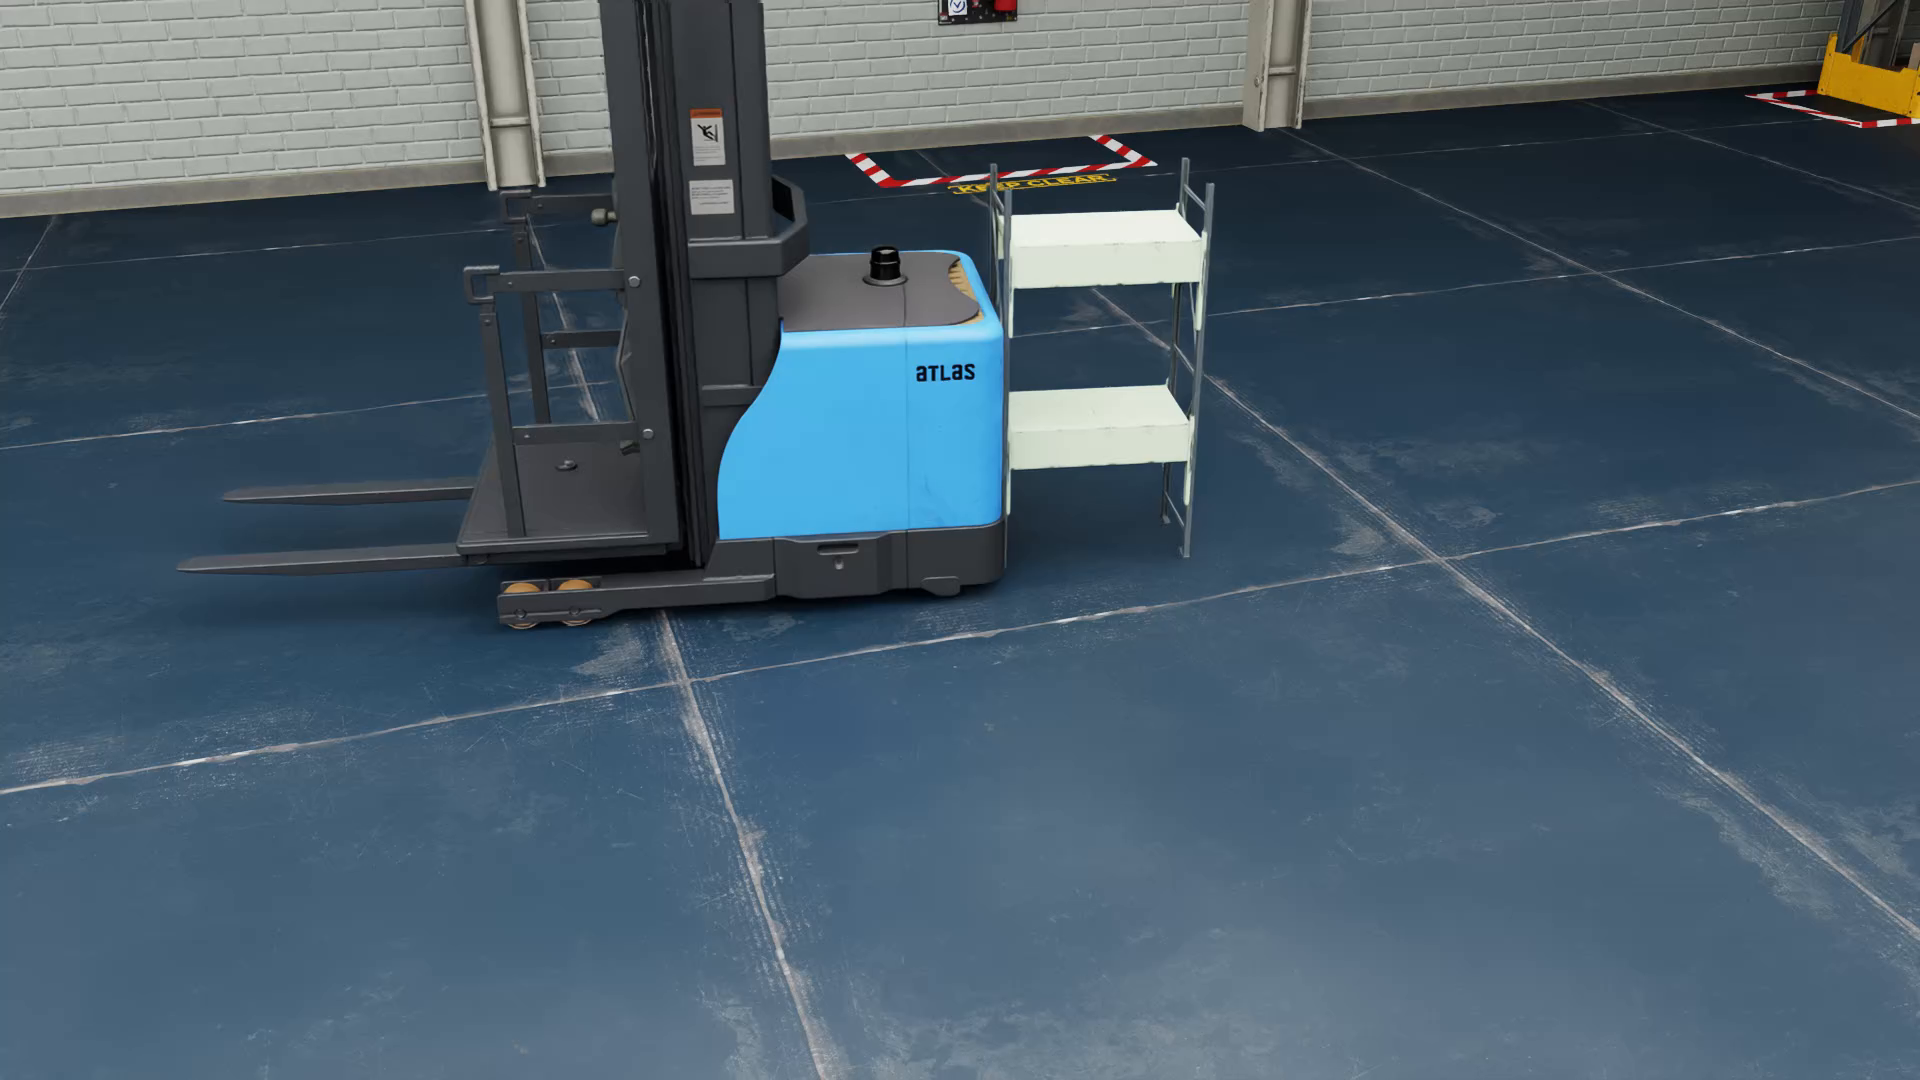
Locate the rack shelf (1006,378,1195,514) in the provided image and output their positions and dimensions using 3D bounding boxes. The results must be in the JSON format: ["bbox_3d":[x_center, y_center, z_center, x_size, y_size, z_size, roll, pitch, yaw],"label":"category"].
[{"bbox_3d":[0.511,-0.374,6.550,0.720,0.370,0.431,-3,27,-6],"label":"rack shelf"}]

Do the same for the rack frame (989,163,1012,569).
[{"bbox_3d":[0.148,-0.646,6.365,0.023,1.500,0.400,-3,27,-6],"label":"rack frame"}]

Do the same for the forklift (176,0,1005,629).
[{"bbox_3d":[-1.387,-1.236,5.944,3.031,2.935,1.130,-3,27,-6],"label":"forklift"}]

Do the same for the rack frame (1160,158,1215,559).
[{"bbox_3d":[0.874,-0.686,6.446,0.023,1.500,0.400,-3,27,-6],"label":"rack frame"}]

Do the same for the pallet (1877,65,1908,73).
[{"bbox_3d":[8.697,-3.941,14.450,1.213,0.211,1.003,-8,28,-16],"label":"pallet"}]

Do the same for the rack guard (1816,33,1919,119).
[{"bbox_3d":[7.913,-3.973,14.191,0.348,0.500,1.175,-8,28,-16],"label":"rack guard"}]

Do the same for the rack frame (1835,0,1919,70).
[{"bbox_3d":[7.841,-5.082,13.614,0.127,3.000,1.000,-8,28,-16],"label":"rack frame"}]

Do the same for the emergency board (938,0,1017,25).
[{"bbox_3d":[0.172,-4.394,12.227,0.643,1.169,0.194,-8,28,-16],"label":"emergency board"}]

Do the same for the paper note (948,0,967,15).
[{"bbox_3d":[-0.017,-4.004,12.433,0.142,0.148,0.016,-8,28,-16],"label":"paper note"}]

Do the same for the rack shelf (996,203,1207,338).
[{"bbox_3d":[0.511,-1.016,6.232,0.720,0.370,0.431,-3,27,-6],"label":"rack shelf"}]

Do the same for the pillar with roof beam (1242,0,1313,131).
[{"bbox_3d":[3.867,-5.585,7.880,0.400,9.000,9.100,-8,28,-16],"label":"pillar with roof beam"}]

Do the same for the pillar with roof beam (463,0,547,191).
[{"bbox_3d":[-1.838,-4.759,6.216,0.400,9.000,9.100,-8,28,-16],"label":"pillar with roof beam"}]

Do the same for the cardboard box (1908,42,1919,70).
[{"bbox_3d":[8.527,-4.132,14.229,0.500,0.311,0.500,-12,29,-22],"label":"cardboard box"}]

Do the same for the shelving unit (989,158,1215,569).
[{"bbox_3d":[0.511,-0.666,6.405,0.755,1.500,0.431,-3,27,-6],"label":"shelving unit"}]

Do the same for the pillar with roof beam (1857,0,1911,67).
[{"bbox_3d":[9.572,-6.411,9.544,0.400,9.000,9.100,-8,28,-16],"label":"pillar with roof beam"}]
